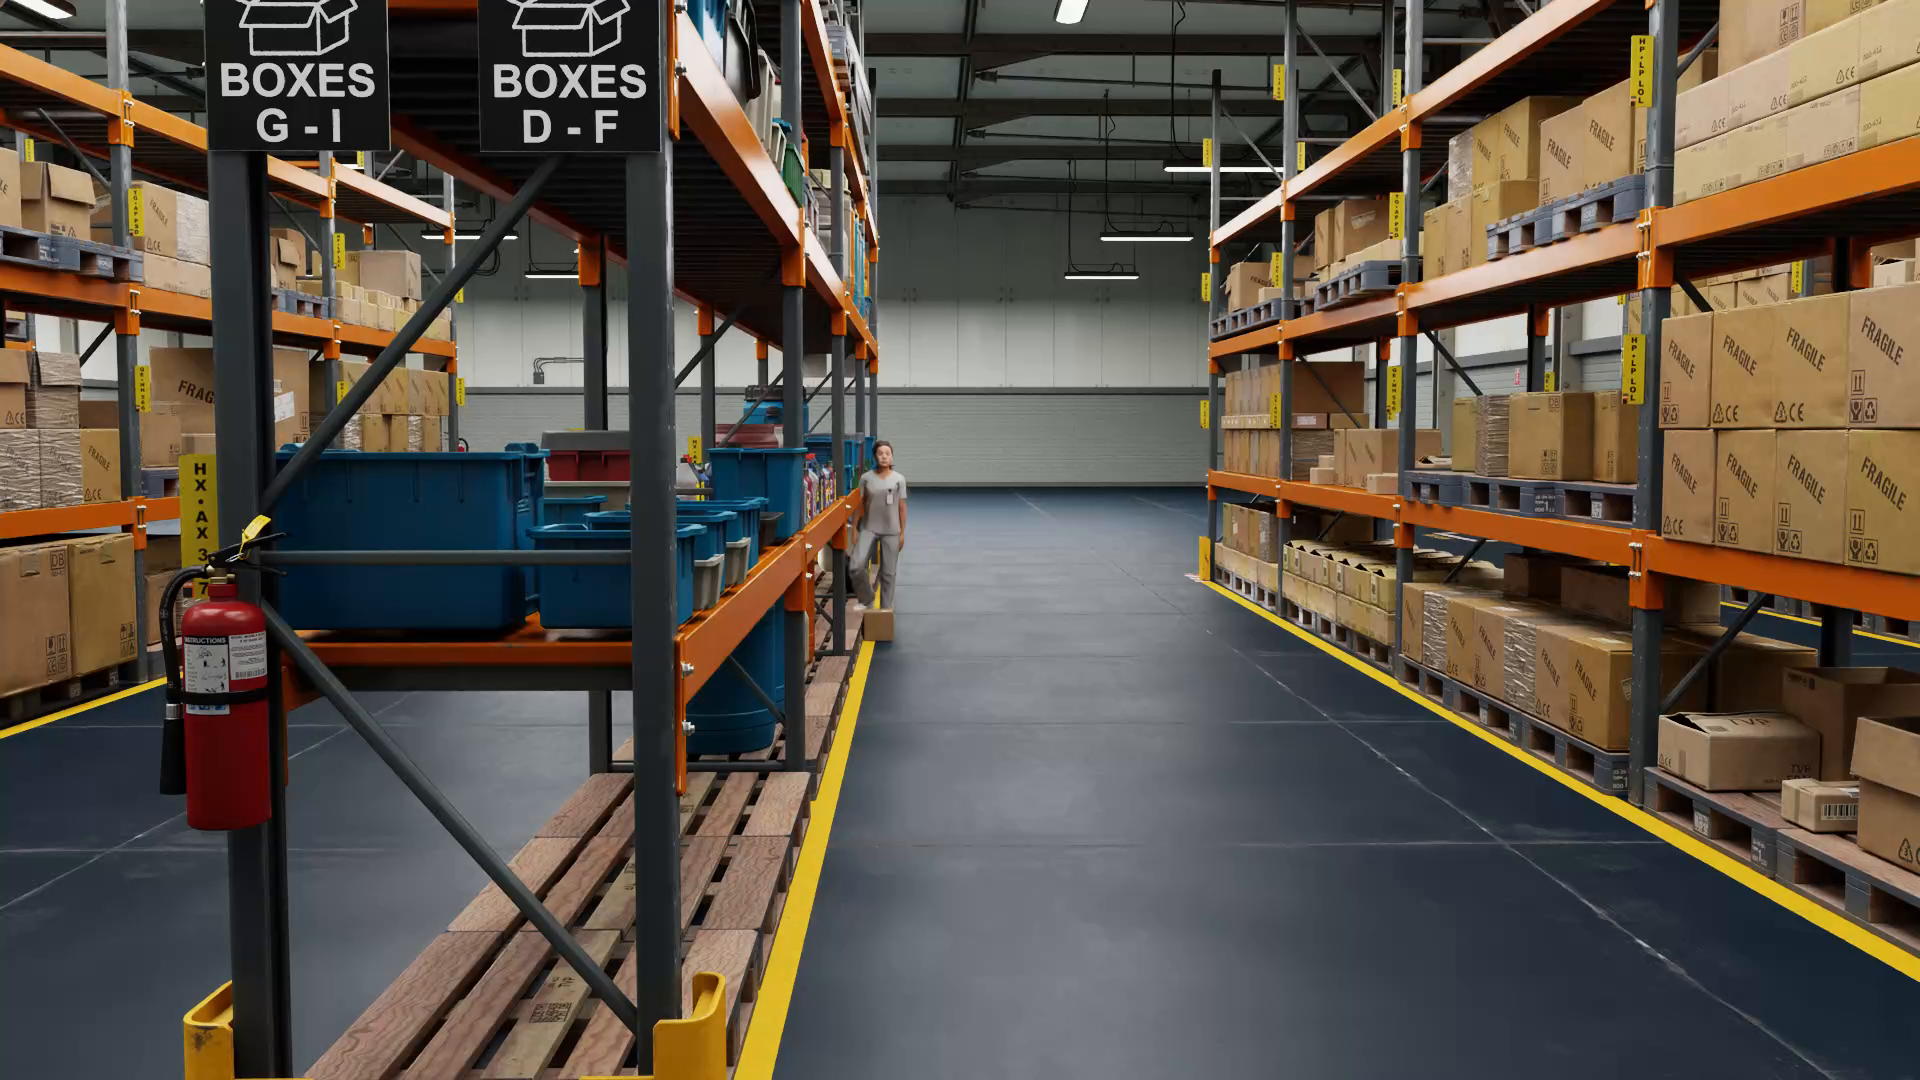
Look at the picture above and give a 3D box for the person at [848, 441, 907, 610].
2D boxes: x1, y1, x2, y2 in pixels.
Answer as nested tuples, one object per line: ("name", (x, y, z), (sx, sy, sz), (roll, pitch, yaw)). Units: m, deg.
("person", (-0.723, -0.029, 14.635), (0.512, 1.681, 0.460), (0, 4, -1))
